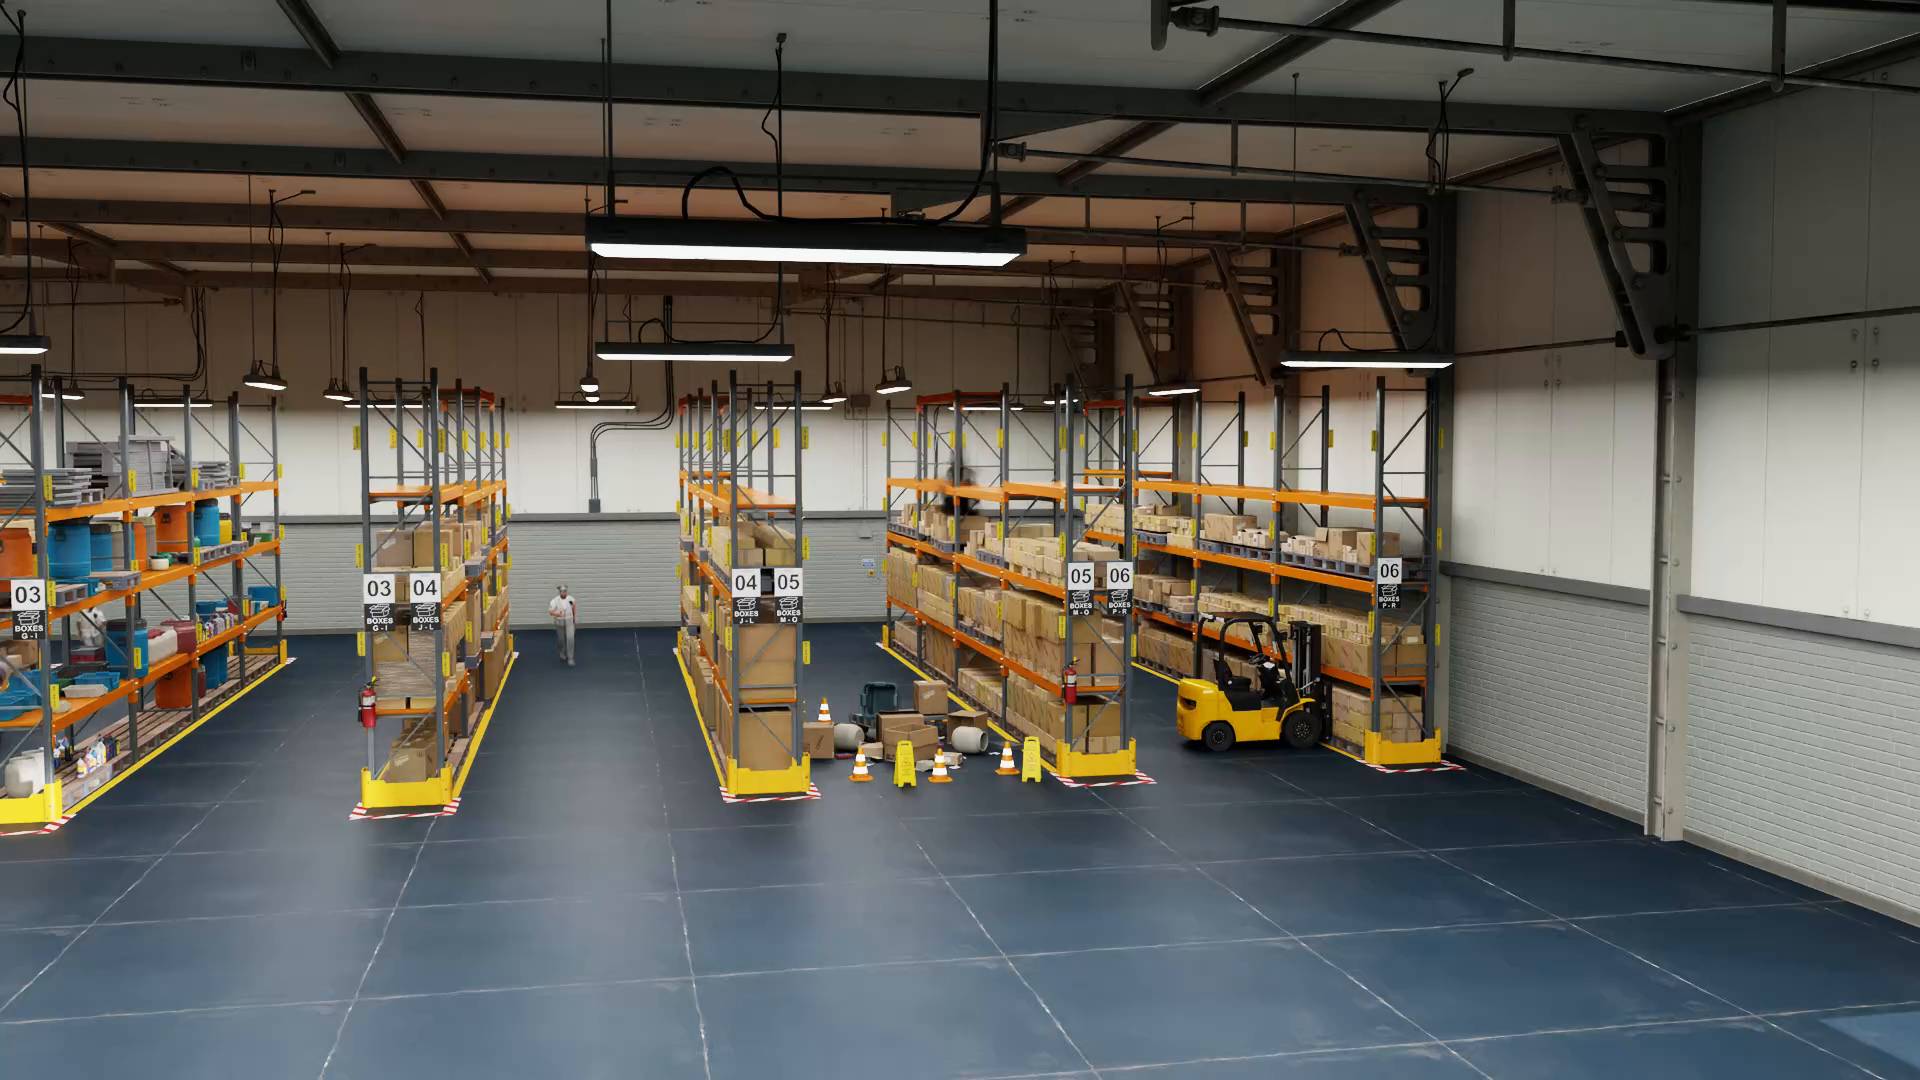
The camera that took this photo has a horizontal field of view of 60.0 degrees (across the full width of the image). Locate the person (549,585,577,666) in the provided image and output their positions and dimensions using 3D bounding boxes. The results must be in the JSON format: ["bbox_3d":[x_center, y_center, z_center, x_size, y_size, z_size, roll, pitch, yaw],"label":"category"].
[{"bbox_3d":[-8.928,1.885,37.456,0.634,1.784,0.990,-1,4,-18],"label":"person"}]

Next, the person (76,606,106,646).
[{"bbox_3d":[-18.477,2.068,35.361,0.571,1.689,0.782,-1,4,-20],"label":"person"}]

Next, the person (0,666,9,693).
[{"bbox_3d":[-15.648,2.602,26.735,0.610,1.638,0.896,-2,4,-24],"label":"person"}]
